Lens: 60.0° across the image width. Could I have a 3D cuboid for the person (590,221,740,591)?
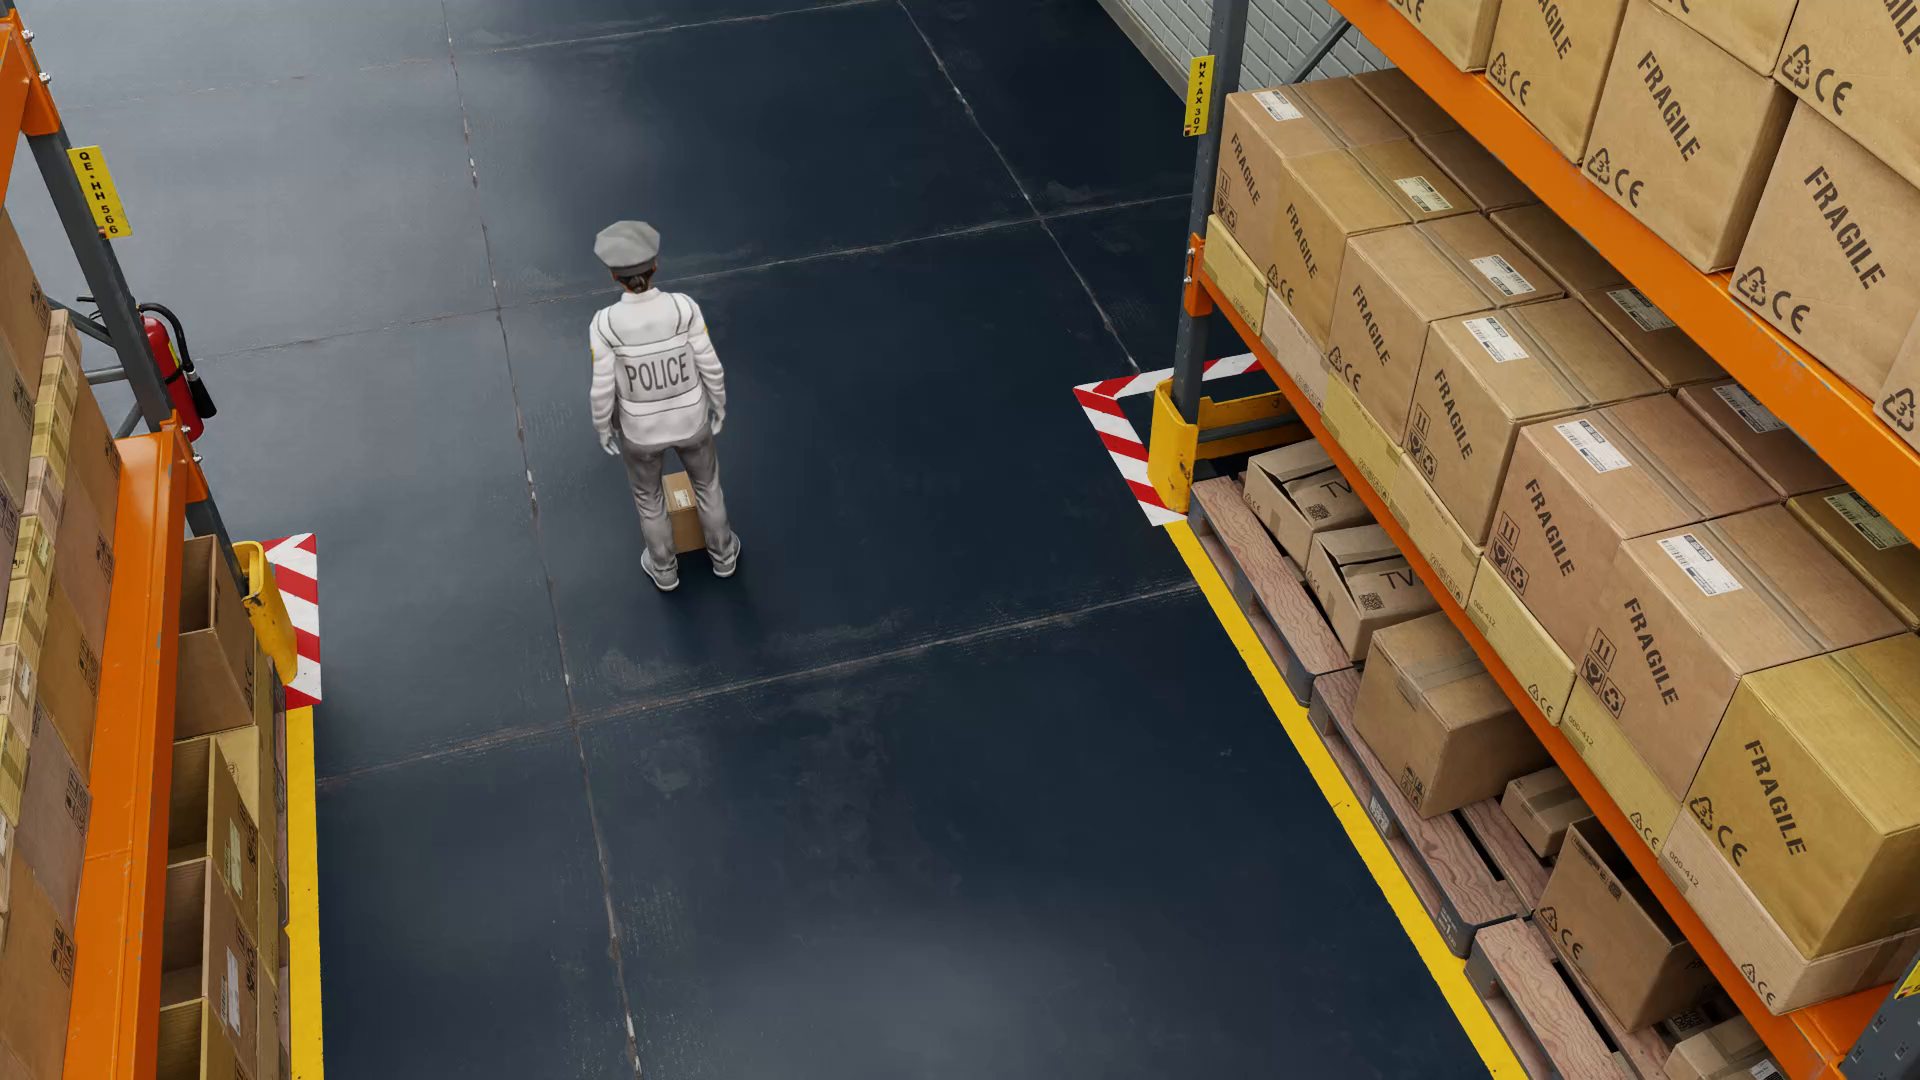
[{"bbox_3d":[-1.197,-0.482,6.685,0.535,1.663,0.379,-13,44,-13],"label":"person"}]
